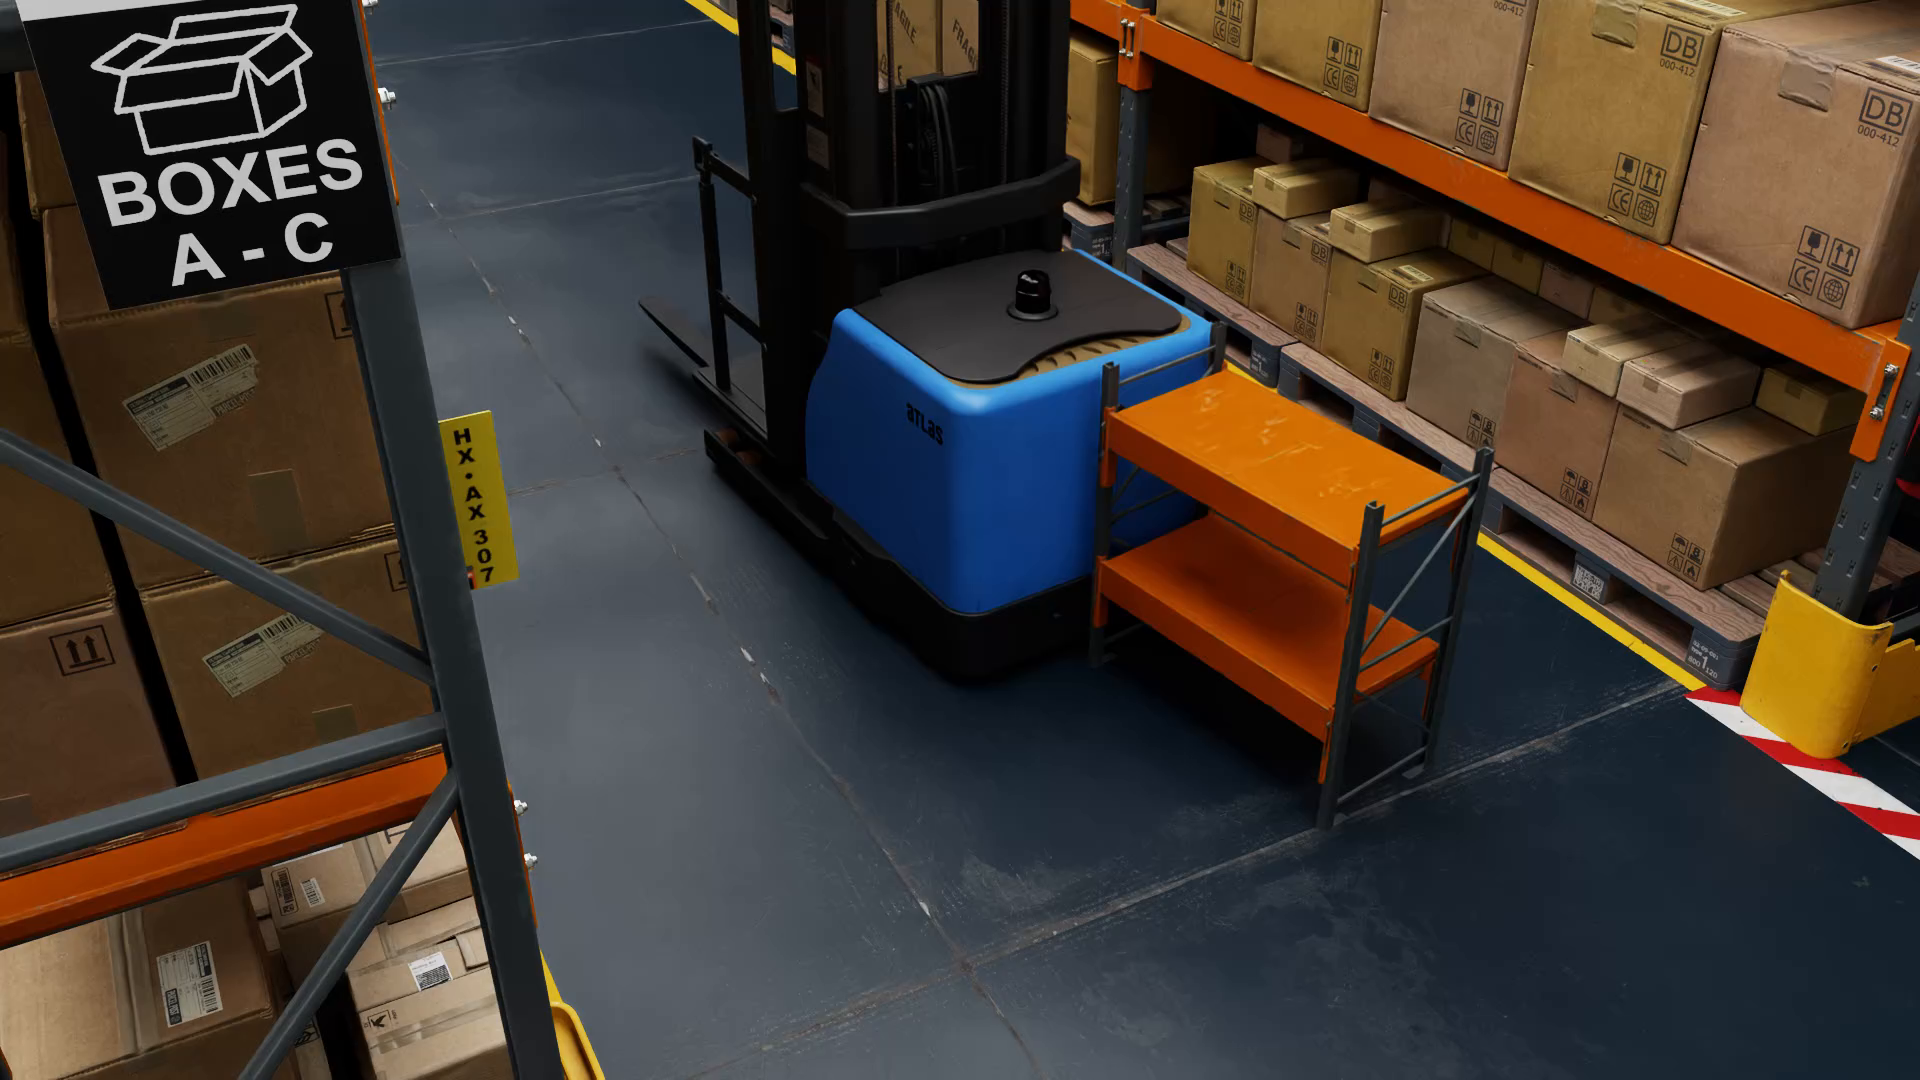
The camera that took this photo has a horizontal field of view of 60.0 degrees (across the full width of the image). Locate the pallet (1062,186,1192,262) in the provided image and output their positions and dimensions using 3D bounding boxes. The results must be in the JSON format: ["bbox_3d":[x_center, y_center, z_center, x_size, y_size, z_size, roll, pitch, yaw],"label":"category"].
[{"bbox_3d":[0.805,-1.891,9.006,1.003,0.211,1.213,-16,36,-23],"label":"pallet"}]

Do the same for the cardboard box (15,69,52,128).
[{"bbox_3d":[-1.737,-0.788,3.680,0.500,0.500,0.500,-15,36,-22],"label":"cardboard box"}]

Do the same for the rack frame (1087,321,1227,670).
[{"bbox_3d":[0.634,-0.128,5.408,0.500,1.125,0.032,-23,39,-31],"label":"rack frame"}]

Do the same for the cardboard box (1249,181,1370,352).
[{"bbox_3d":[1.721,-1.217,7.297,0.700,0.500,0.500,-16,36,-24],"label":"cardboard box"}]

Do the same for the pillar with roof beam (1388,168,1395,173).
[{"bbox_3d":[-1.485,-4.043,4.218,9.100,9.000,0.400,-16,36,-23],"label":"pillar with roof beam"}]

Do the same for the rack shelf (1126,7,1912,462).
[{"bbox_3d":[2.164,-1.459,6.413,1.077,0.370,4.000,-16,36,-23],"label":"rack shelf"}]

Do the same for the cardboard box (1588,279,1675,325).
[{"bbox_3d":[2.564,-0.865,6.146,0.380,0.149,0.250,-16,36,-23],"label":"cardboard box"}]

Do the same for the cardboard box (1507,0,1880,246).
[{"bbox_3d":[2.501,-1.519,5.562,0.980,0.700,0.700,-16,36,-23],"label":"cardboard box"}]

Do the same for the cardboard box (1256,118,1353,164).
[{"bbox_3d":[1.598,-1.850,7.683,0.380,0.149,0.250,-16,36,-23],"label":"cardboard box"}]

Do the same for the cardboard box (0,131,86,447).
[{"bbox_3d":[-1.971,-0.407,3.084,0.500,0.500,0.500,-15,36,-22],"label":"cardboard box"}]

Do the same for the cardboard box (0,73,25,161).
[{"bbox_3d":[-2.456,-0.898,3.851,0.500,0.500,0.500,-15,35,-22],"label":"cardboard box"}]

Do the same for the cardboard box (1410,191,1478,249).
[{"bbox_3d":[2.085,-1.353,6.907,0.380,0.149,0.250,-15,36,-23],"label":"cardboard box"}]

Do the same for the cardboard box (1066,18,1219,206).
[{"bbox_3d":[0.813,-2.265,8.608,0.750,0.750,0.750,-15,36,-23],"label":"cardboard box"}]

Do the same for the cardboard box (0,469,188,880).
[{"bbox_3d":[-1.734,0.253,2.981,0.500,0.500,0.500,-15,35,-22],"label":"cardboard box"}]

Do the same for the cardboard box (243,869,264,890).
[{"bbox_3d":[-2.172,0.755,4.432,0.500,0.250,0.500,-16,36,-23],"label":"cardboard box"}]

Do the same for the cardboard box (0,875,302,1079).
[{"bbox_3d":[-1.755,1.110,3.646,0.500,0.500,0.500,-16,36,-23],"label":"cardboard box"}]

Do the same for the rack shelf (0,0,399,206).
[{"bbox_3d":[-2.217,-1.474,3.656,1.077,0.370,4.000,-16,36,-23],"label":"rack shelf"}]

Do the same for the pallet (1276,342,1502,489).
[{"bbox_3d":[2.090,-0.576,6.954,1.003,0.211,1.213,-16,36,-23],"label":"pallet"}]

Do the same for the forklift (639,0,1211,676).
[{"bbox_3d":[-0.365,-1.549,5.950,1.130,2.935,3.031,-19,37,-27],"label":"forklift"}]

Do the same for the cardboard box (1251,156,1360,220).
[{"bbox_3d":[1.488,-1.521,7.171,0.380,0.149,0.250,-15,35,-22],"label":"cardboard box"}]

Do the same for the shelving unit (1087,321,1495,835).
[{"bbox_3d":[0.946,0.088,5.070,0.538,1.125,1.048,-23,39,-31],"label":"shelving unit"}]

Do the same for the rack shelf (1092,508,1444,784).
[{"bbox_3d":[0.946,0.294,5.201,0.538,0.278,1.000,-23,39,-31],"label":"rack shelf"}]

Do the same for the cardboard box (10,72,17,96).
[{"bbox_3d":[-2.937,-1.390,4.619,0.500,0.500,0.500,-17,36,-25],"label":"cardboard box"}]

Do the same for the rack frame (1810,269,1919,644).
[{"bbox_3d":[3.097,-0.807,4.729,1.000,3.000,0.127,-16,36,-23],"label":"rack frame"}]

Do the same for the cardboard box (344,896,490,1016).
[{"bbox_3d":[-1.292,1.043,4.060,0.380,0.166,0.250,-16,36,-23],"label":"cardboard box"}]

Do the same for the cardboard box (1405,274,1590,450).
[{"bbox_3d":[2.213,-0.719,6.519,0.700,0.500,0.500,-17,36,-25],"label":"cardboard box"}]

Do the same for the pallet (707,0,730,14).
[{"bbox_3d":[-1.561,-4.406,12.931,1.003,0.211,1.213,-16,36,-23],"label":"pallet"}]

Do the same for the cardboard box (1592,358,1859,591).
[{"bbox_3d":[2.682,-0.240,5.772,0.700,0.500,0.500,-16,36,-23],"label":"cardboard box"}]

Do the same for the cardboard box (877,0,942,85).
[{"bbox_3d":[-0.004,-3.093,9.901,0.750,0.750,0.750,-16,36,-23],"label":"cardboard box"}]

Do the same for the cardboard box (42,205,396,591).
[{"bbox_3d":[-1.258,-0.301,2.919,0.500,0.500,0.500,-15,35,-22],"label":"cardboard box"}]

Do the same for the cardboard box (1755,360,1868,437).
[{"bbox_3d":[2.917,-0.504,5.583,0.380,0.149,0.250,-16,36,-23],"label":"cardboard box"}]

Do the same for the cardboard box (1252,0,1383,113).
[{"bbox_3d":[1.806,-2.230,6.671,0.980,0.700,0.700,-17,36,-24],"label":"cardboard box"}]

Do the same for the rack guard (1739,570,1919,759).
[{"bbox_3d":[3.108,0.257,5.386,1.175,0.500,0.348,-16,36,-23],"label":"rack guard"}]

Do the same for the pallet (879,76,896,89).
[{"bbox_3d":[-0.333,-3.056,10.824,1.003,0.211,1.213,-16,36,-23],"label":"pallet"}]

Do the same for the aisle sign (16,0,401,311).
[{"bbox_3d":[-0.992,-0.695,2.145,0.394,0.787,0.004,-16,36,-23],"label":"aisle sign"}]

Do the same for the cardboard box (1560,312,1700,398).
[{"bbox_3d":[2.341,-0.651,5.812,0.380,0.149,0.250,-15,36,-22],"label":"cardboard box"}]

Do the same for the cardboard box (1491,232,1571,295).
[{"bbox_3d":[2.324,-1.109,6.526,0.380,0.149,0.250,-15,36,-23],"label":"cardboard box"}]
